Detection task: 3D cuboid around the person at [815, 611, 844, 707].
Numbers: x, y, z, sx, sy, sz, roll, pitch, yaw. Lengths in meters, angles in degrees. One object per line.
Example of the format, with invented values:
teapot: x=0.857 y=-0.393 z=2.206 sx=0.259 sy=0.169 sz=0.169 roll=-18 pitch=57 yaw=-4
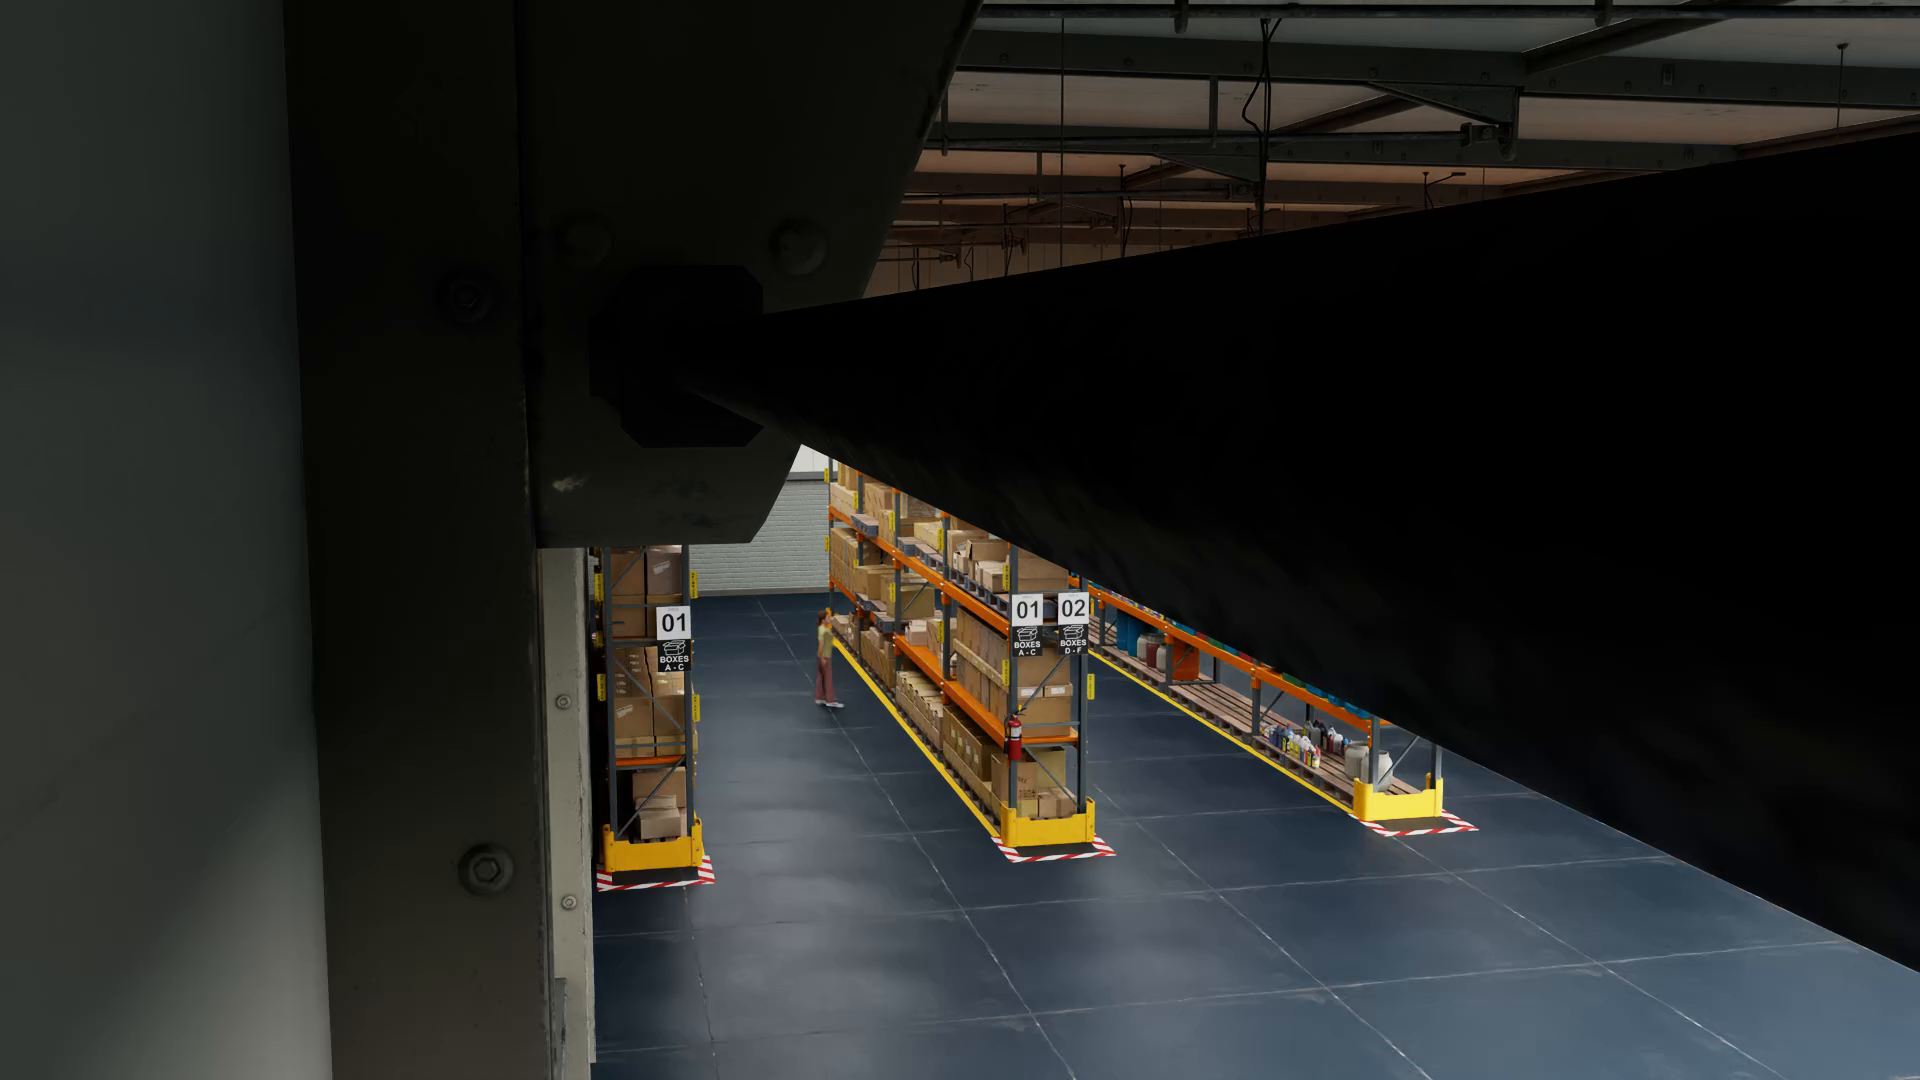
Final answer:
person: x=-2.285 y=2.063 z=29.004 sx=0.511 sy=1.687 sz=0.464 roll=0 pitch=7 yaw=-1
